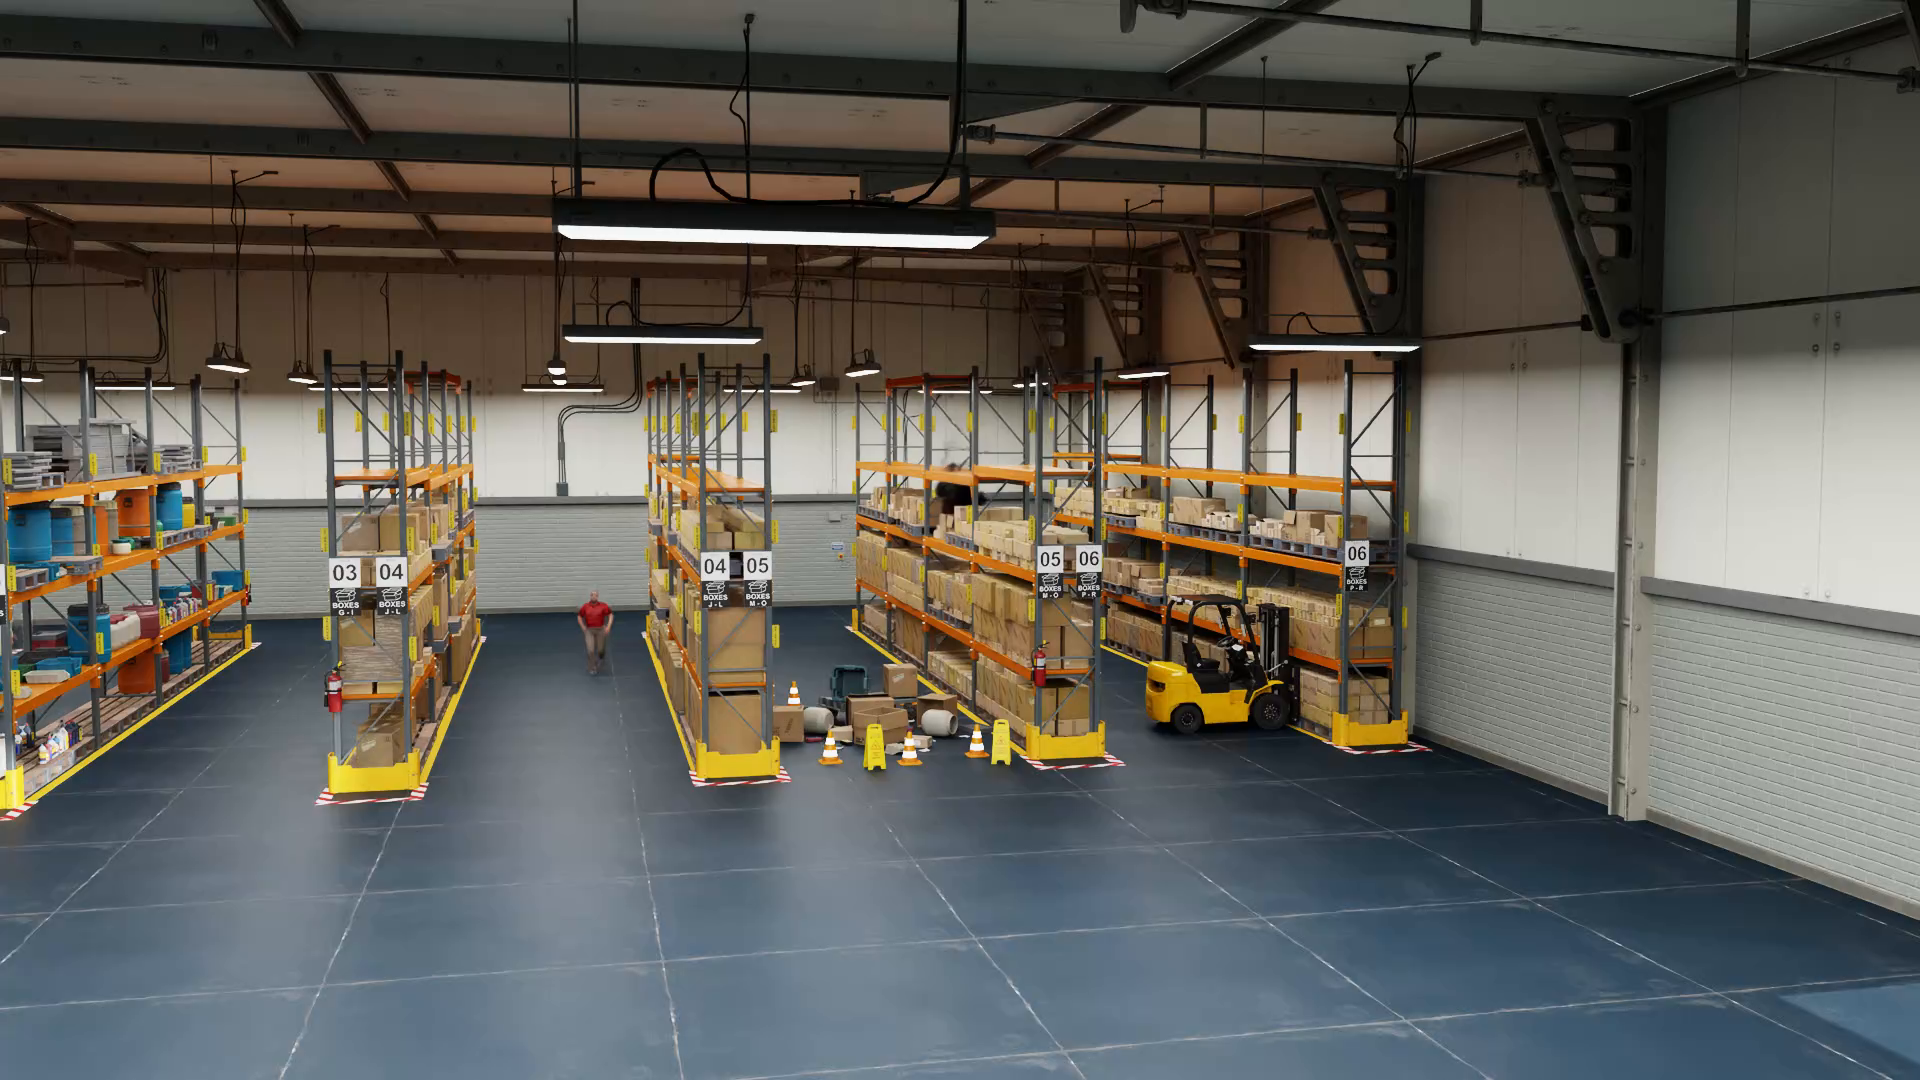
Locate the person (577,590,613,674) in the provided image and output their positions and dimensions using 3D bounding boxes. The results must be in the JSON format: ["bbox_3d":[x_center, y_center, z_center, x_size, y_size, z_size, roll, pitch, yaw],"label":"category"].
[{"bbox_3d":[-7.313,1.838,33.346,0.710,1.671,0.631,-1,4,-9],"label":"person"}]

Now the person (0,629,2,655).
[{"bbox_3d":[-17.167,2.137,29.428,0.607,1.658,0.849,-2,4,-26],"label":"person"}]
